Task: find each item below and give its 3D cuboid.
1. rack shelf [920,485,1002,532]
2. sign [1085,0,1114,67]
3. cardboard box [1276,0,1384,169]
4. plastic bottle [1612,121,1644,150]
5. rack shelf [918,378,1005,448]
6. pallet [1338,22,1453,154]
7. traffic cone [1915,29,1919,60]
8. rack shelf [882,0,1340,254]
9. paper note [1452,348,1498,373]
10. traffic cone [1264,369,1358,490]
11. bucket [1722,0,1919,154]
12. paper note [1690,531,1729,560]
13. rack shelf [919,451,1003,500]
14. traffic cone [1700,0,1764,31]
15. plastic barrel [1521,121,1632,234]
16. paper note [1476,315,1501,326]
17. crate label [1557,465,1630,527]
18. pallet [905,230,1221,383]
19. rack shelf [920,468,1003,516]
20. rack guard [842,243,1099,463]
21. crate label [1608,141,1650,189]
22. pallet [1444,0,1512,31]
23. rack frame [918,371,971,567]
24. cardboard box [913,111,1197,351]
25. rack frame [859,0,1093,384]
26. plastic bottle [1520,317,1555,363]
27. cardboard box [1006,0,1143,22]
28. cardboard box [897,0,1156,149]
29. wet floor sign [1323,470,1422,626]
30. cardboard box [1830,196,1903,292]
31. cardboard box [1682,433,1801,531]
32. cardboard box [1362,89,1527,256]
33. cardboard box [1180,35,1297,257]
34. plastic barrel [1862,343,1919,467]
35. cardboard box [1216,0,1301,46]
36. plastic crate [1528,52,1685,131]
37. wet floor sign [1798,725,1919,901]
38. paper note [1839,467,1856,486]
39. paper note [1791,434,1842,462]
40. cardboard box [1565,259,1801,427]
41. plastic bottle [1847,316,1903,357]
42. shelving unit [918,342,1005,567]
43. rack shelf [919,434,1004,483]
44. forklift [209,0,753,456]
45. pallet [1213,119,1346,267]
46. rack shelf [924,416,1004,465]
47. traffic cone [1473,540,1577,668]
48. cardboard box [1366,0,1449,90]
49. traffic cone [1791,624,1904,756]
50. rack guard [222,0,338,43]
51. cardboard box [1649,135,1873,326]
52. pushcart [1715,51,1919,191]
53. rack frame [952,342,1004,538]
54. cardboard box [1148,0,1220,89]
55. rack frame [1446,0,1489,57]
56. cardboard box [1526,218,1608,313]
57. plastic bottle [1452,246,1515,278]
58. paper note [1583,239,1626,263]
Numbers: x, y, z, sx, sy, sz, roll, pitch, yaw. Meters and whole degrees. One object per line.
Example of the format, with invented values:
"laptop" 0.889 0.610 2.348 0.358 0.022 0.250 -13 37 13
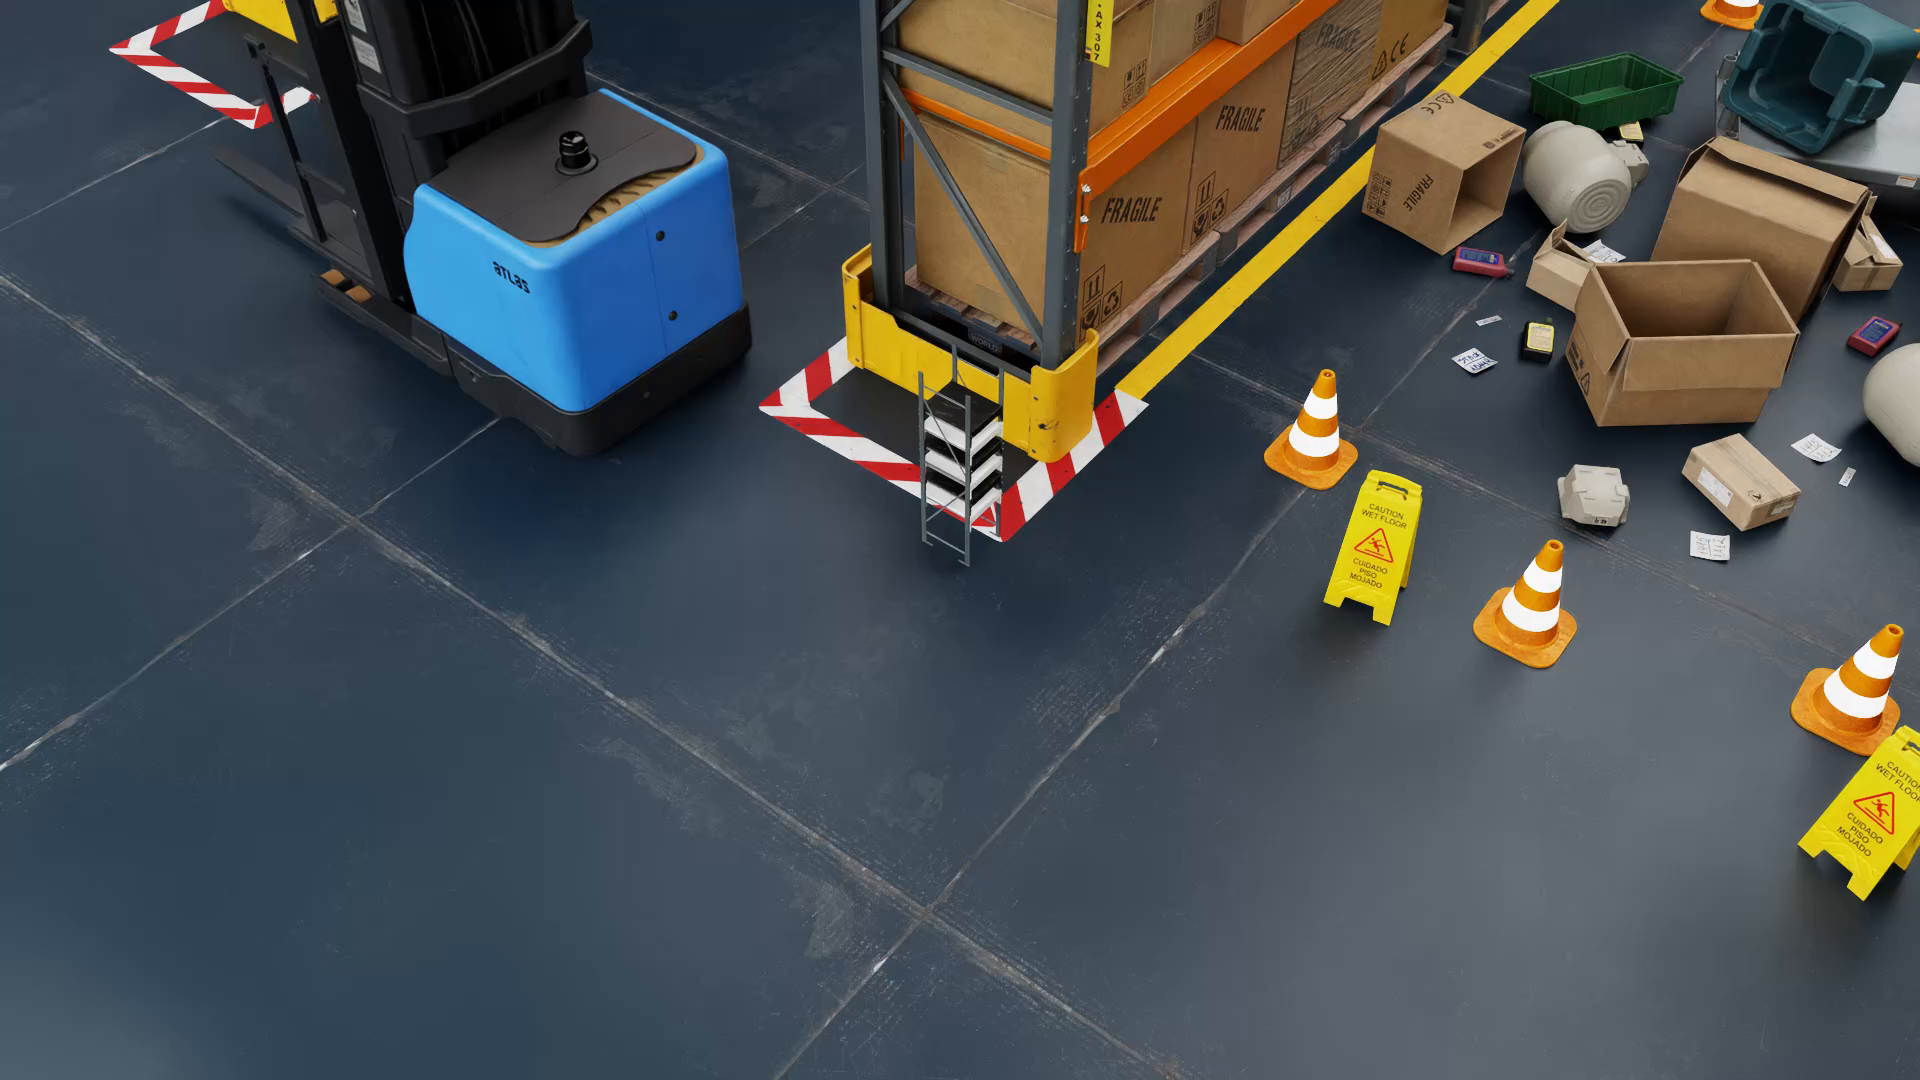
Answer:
"rack shelf" 0.005 -0.168 6.583 0.258 0.077 0.200 29 53 25
"sign" 0.482 -1.791 5.733 0.100 0.325 0.005 29 53 25
"cardboard box" 1.504 -2.567 8.307 0.875 0.875 0.875 30 53 25
"plastic bottle" 3.517 -2.162 8.773 0.133 0.061 0.283 6 47 5
"rack shelf" 0.005 -0.479 6.258 0.258 0.077 0.200 29 53 25
"pallet" 1.965 -2.639 9.125 1.003 0.211 1.213 29 53 25
"traffic cone" 5.507 -2.932 9.231 0.336 0.463 0.334 29 53 25
"rack shelf" 1.269 -2.610 7.666 1.077 0.370 4.000 29 53 25
"paper note" 2.323 -0.811 7.504 0.142 0.017 0.144 -25 51 -22
"traffic cone" 1.495 -0.514 6.921 0.336 0.463 0.334 29 53 25
"bucket" 4.233 -2.300 8.085 0.620 0.611 0.726 -17 48 -29
"paper note" 3.028 0.021 6.708 0.148 0.019 0.142 13 48 12
"rack shelf" 0.005 -0.292 6.453 0.258 0.077 0.200 29 53 25
"traffic cone" 4.507 -3.226 9.512 0.336 0.463 0.334 29 53 25
"plastic barrel" 3.012 -1.785 8.163 0.421 0.421 0.512 -9 47 -8
"paper note" 2.454 -1.018 7.716 0.123 0.001 0.032 -17 49 -15
"crate label" 2.613 -0.184 6.831 0.250 0.136 0.298 6 47 5
"pallet" 0.473 -1.243 7.791 1.003 0.211 1.213 29 53 25
"rack shelf" 0.005 -0.230 6.518 0.258 0.077 0.200 29 53 25
"rack guard" 0.032 -0.837 7.204 1.175 0.500 0.348 29 53 25
"crate label" 3.351 -1.923 8.492 0.298 0.136 0.250 -2 46 -2
"pallet" 2.904 -3.514 9.961 1.003 0.211 1.213 29 53 25
"rack frame" -0.057 -0.257 6.373 0.240 0.900 0.006 29 53 25
"cardboard box" 0.409 -1.542 7.328 0.875 0.875 0.875 29 53 25
"rack frame" 0.046 -1.714 6.313 1.000 3.000 0.127 29 53 25
"plastic bottle" 2.641 -0.925 7.592 0.133 0.061 0.283 13 48 12
"cardboard box" 0.304 -2.334 6.055 0.875 0.550 0.550 29 53 25
"cardboard box" 0.237 -1.998 6.481 0.875 0.550 0.550 29 53 25
"wet floor sign" 1.596 -0.009 6.312 0.267 0.644 0.232 21 50 19
"cardboard box" 4.274 -1.410 7.914 0.258 0.266 0.396 -2 46 -2
"cardboard box" 3.228 -0.241 6.878 0.250 0.149 0.380 -17 49 -15
"cardboard box" 2.355 -1.798 8.120 0.500 0.500 0.500 -33 55 -28
"cardboard box" 0.945 -2.047 7.810 0.875 0.875 0.875 28 53 24
"plastic barrel" 4.090 -0.545 6.978 0.421 0.421 0.512 -9 47 -8
"cardboard box" 0.998 -2.587 7.043 0.875 0.550 0.550 29 53 25
"plastic crate" 3.422 -2.373 8.847 0.662 0.188 0.450 -17 39 -15
"wet floor sign" 3.062 0.866 5.477 0.232 0.644 0.267 -25 51 -22
"paper note" 3.735 -0.266 6.997 0.032 0.001 0.123 29 53 25
"paper note" 3.666 -0.394 7.114 0.142 0.019 0.148 -25 51 -22
"cardboard box" 3.096 -0.845 7.210 0.797 0.503 0.637 -2 46 -2
"plastic bottle" 4.198 -0.948 7.613 0.283 0.061 0.133 -33 55 -28
"shelving unit" 0.005 -0.315 6.429 0.258 0.900 0.210 29 53 25
"rack shelf" 0.005 -0.355 6.388 0.258 0.077 0.200 29 53 25
"forklift" -2.384 -2.281 6.902 3.031 2.935 1.130 32 54 27
"pallet" 1.220 -1.938 8.455 1.003 0.211 1.213 29 53 25
"rack shelf" 0.005 -0.417 6.323 0.258 0.077 0.200 29 53 25
"traffic cone" 2.181 0.180 6.258 0.336 0.463 0.334 29 53 25
"cardboard box" 2.052 -3.085 8.801 0.875 0.875 0.875 30 53 26
"traffic cone" 3.267 0.477 5.975 0.336 0.463 0.334 29 53 25
"rack guard" -3.770 -3.145 9.408 1.175 0.500 0.348 29 53 25
"cardboard box" 3.661 -1.431 7.675 0.797 0.637 0.503 29 53 25
"pushcart" 4.636 -1.946 8.348 1.648 0.377 0.936 13 48 12
"rack frame" 0.067 -0.374 6.484 0.240 0.900 0.006 29 53 25
"cardboard box" 0.556 -2.322 6.790 0.875 0.550 0.550 29 53 25
"rack frame" 2.492 -4.003 8.499 1.000 3.000 0.127 29 53 25
"cardboard box" 2.899 -1.260 7.770 0.258 0.266 0.396 -33 55 -28
"plastic bottle" 2.517 -1.328 7.977 0.283 0.061 0.133 13 48 12
"paper note" 3.110 -1.388 8.061 0.155 0.023 0.172 -25 51 -22
